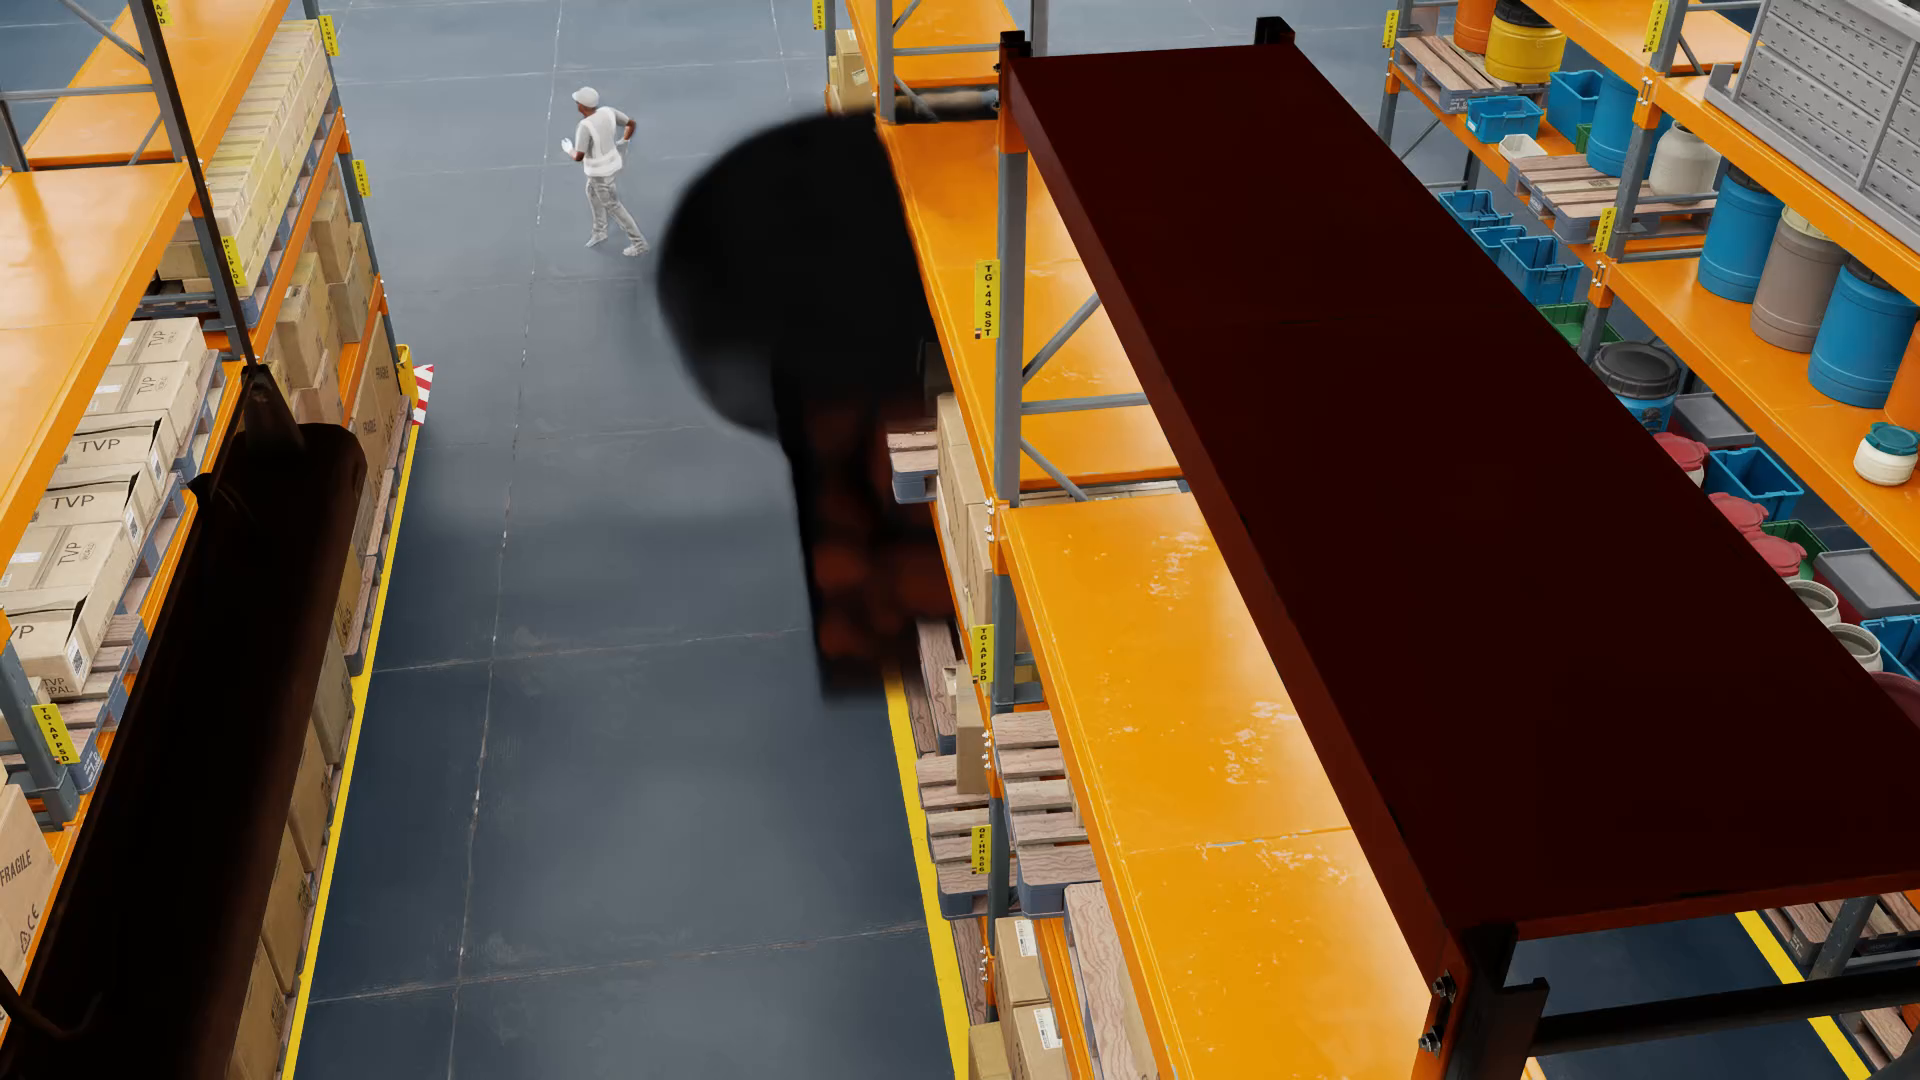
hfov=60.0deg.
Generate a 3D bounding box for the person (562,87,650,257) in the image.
[{"bbox_3d":[-3.614,-3.765,17.080,0.899,1.827,0.726,13,38,17],"label":"person"}]
